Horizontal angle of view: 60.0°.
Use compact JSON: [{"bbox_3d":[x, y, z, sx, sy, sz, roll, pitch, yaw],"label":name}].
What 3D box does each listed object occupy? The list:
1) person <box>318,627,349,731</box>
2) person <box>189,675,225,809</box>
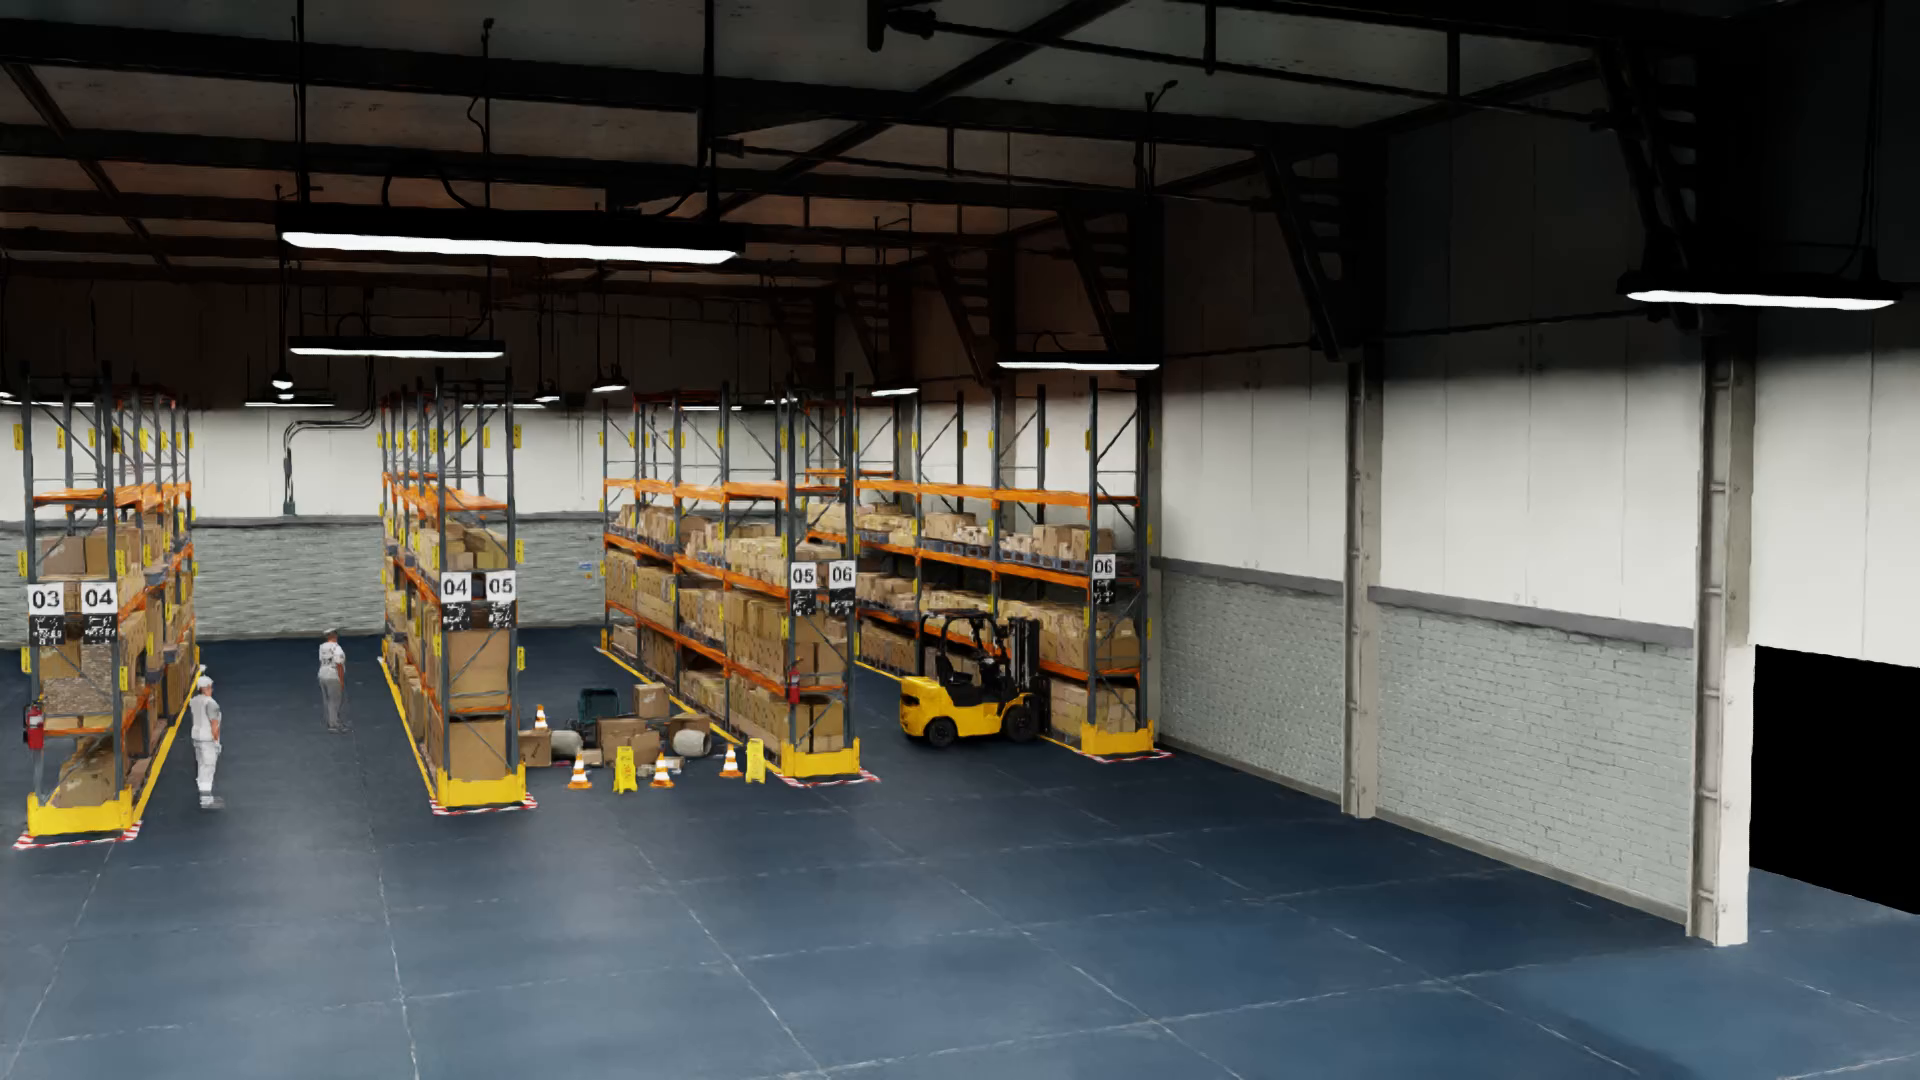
[{"bbox_3d":[-10.785,2.389,28.662,0.595,1.761,0.473,3,4,37],"label":"person"},{"bbox_3d":[-10.217,2.726,22.638,0.600,1.787,0.443,3,4,38],"label":"person"}]
